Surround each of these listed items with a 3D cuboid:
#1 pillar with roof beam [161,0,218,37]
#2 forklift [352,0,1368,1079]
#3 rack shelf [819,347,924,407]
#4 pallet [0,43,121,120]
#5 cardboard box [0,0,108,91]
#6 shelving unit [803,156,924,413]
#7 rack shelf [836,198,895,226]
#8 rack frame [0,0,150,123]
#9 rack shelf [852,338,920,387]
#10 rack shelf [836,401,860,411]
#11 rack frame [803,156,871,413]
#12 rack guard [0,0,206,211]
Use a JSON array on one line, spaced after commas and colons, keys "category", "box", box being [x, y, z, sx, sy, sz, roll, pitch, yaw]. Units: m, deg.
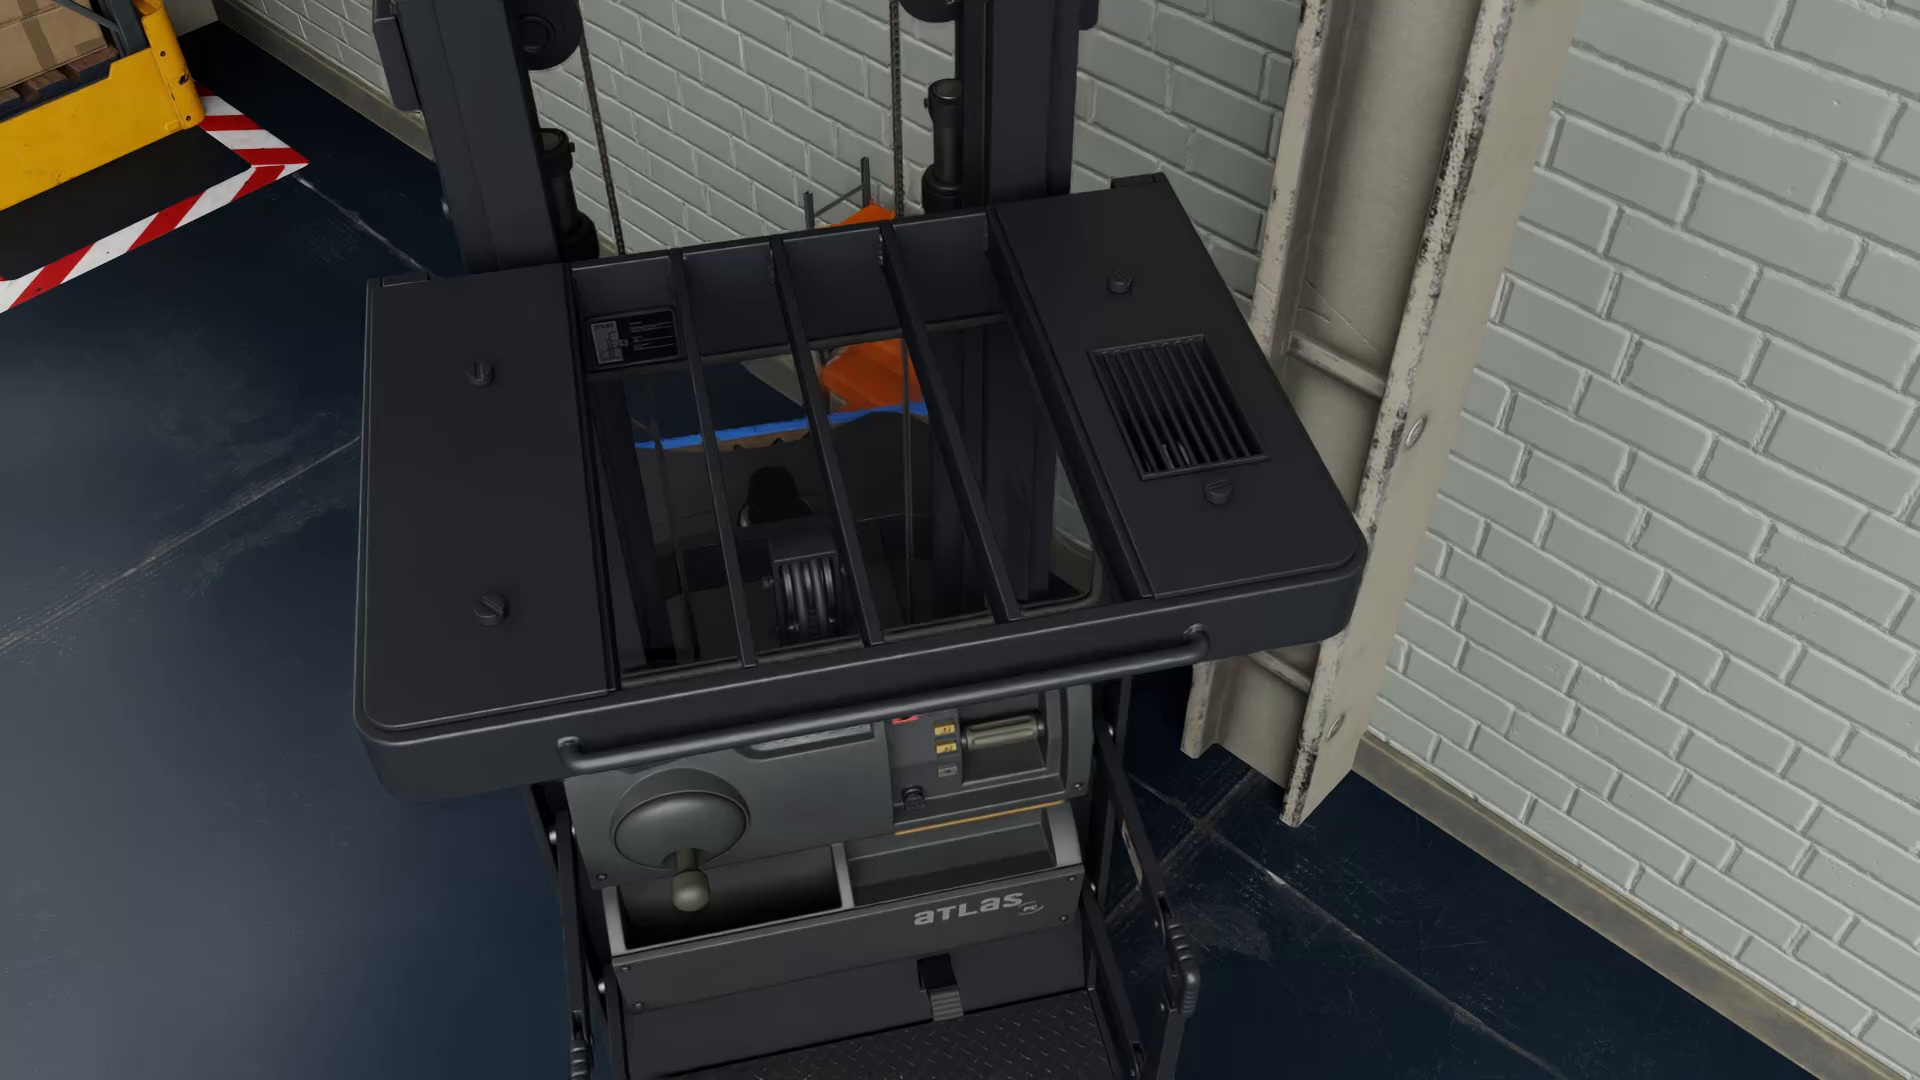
[{"category": "pillar with roof beam", "box": [-6.461, -3.136, 2.022, 0.400, 9.000, 9.100, 34, 55, 28]}, {"category": "forklift", "box": [-0.173, 0.495, 2.775, 1.130, 2.935, 3.031, -9, 48, -9]}, {"category": "rack shelf", "box": [-0.156, -0.418, 4.912, 0.480, 0.148, 0.258, 33, 55, 27]}, {"category": "pallet", "box": [-4.232, -1.963, 6.948, 1.213, 0.211, 1.003, 34, 55, 28]}, {"category": "cardboard box", "box": [-3.869, -2.112, 6.773, 0.500, 0.250, 0.500, 34, 56, 28]}, {"category": "shelving unit", "box": [-0.156, -0.464, 4.863, 0.503, 1.200, 0.258, 33, 55, 27]}, {"category": "rack shelf", "box": [-0.156, -0.733, 4.576, 0.480, 0.148, 0.258, 33, 55, 27]}, {"category": "rack frame", "box": [-3.641, -2.562, 5.598, 0.127, 3.000, 1.000, 34, 55, 28]}, {"category": "rack shelf", "box": [-0.156, -0.571, 4.748, 0.480, 0.148, 0.258, 33, 55, 27]}, {"category": "rack shelf", "box": [-0.156, -0.282, 5.056, 0.480, 0.148, 0.258, 33, 55, 27]}, {"category": "rack frame", "box": [-0.337, -0.583, 4.975, 0.015, 1.200, 0.240, 33, 55, 27]}, {"category": "rack guard", "box": [-3.623, -1.694, 6.498, 0.348, 0.500, 1.175, 34, 55, 28]}]
